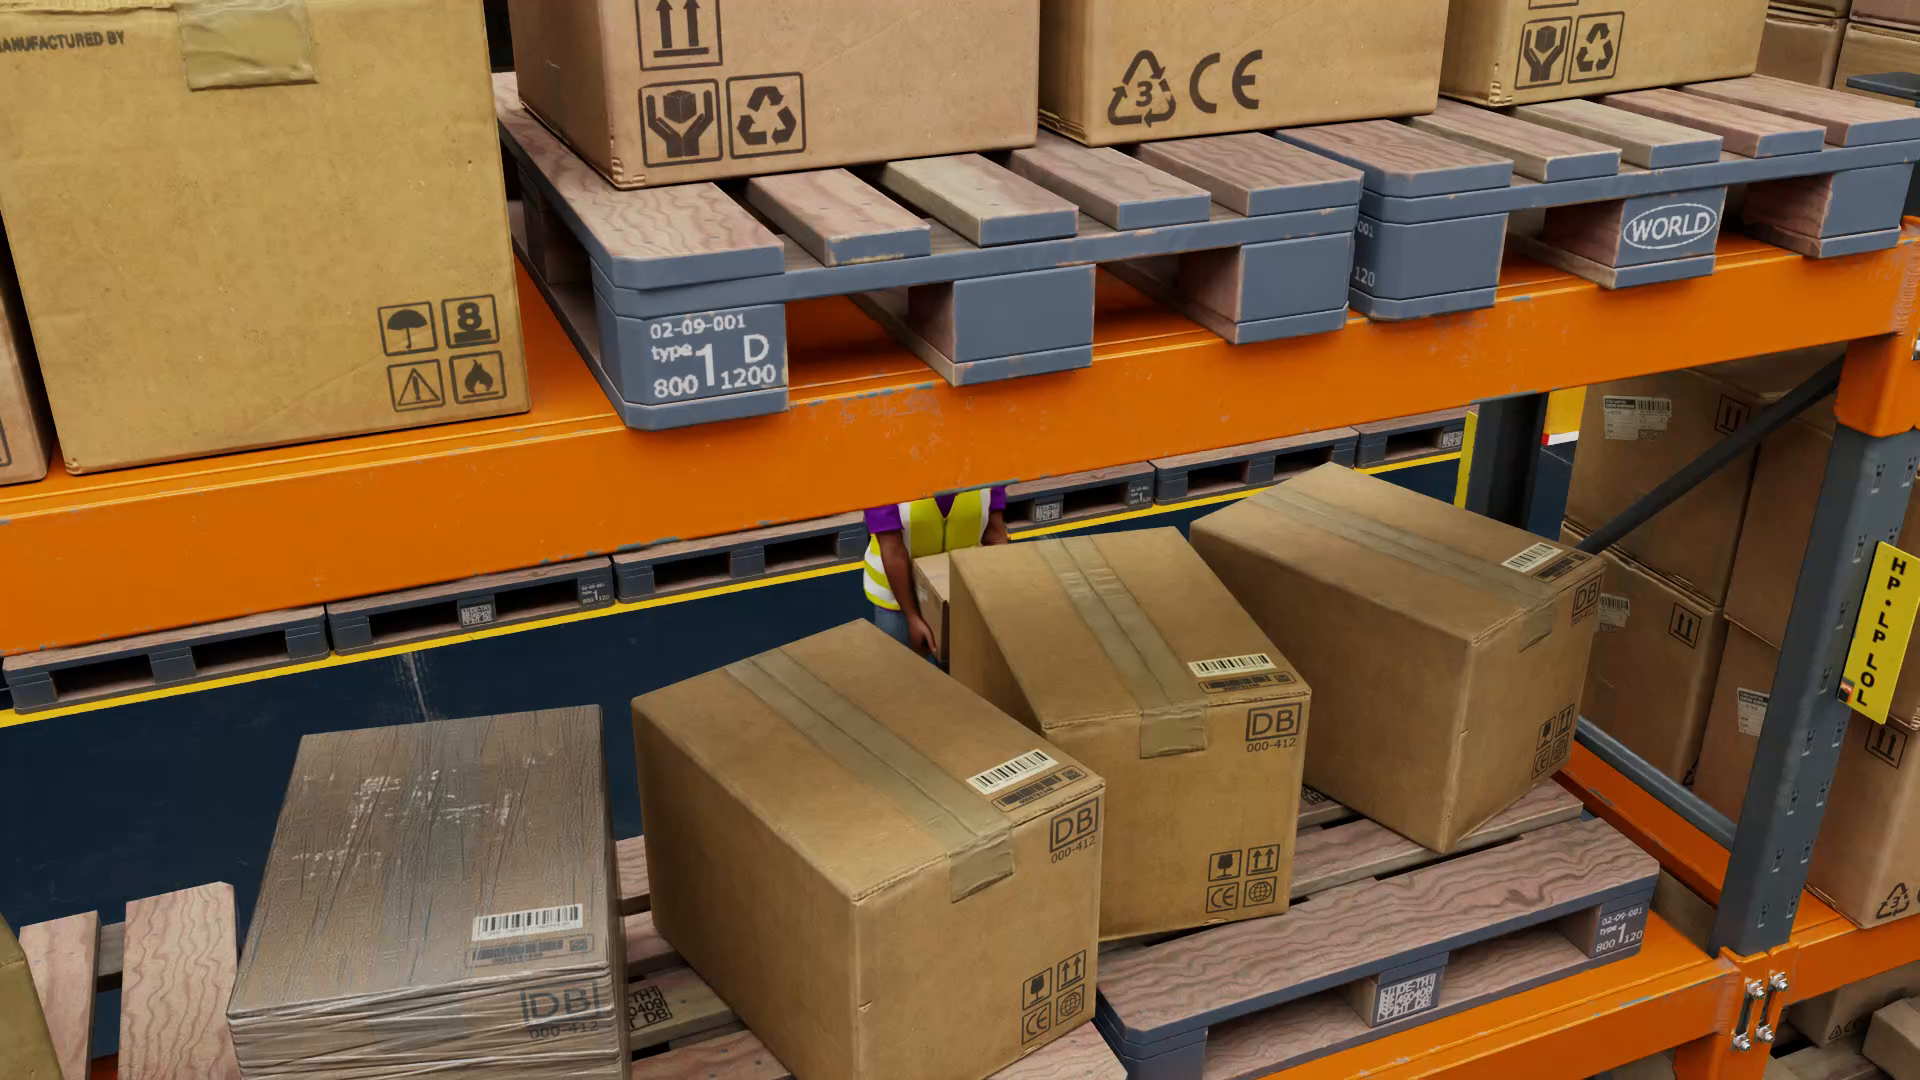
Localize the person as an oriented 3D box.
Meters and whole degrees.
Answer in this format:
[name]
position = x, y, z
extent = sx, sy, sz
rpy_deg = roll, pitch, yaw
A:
[person]
position = -0.058, 0.229, 5.613
extent = 0.505, 1.762, 0.566
rpy_deg = -11, 28, -21
